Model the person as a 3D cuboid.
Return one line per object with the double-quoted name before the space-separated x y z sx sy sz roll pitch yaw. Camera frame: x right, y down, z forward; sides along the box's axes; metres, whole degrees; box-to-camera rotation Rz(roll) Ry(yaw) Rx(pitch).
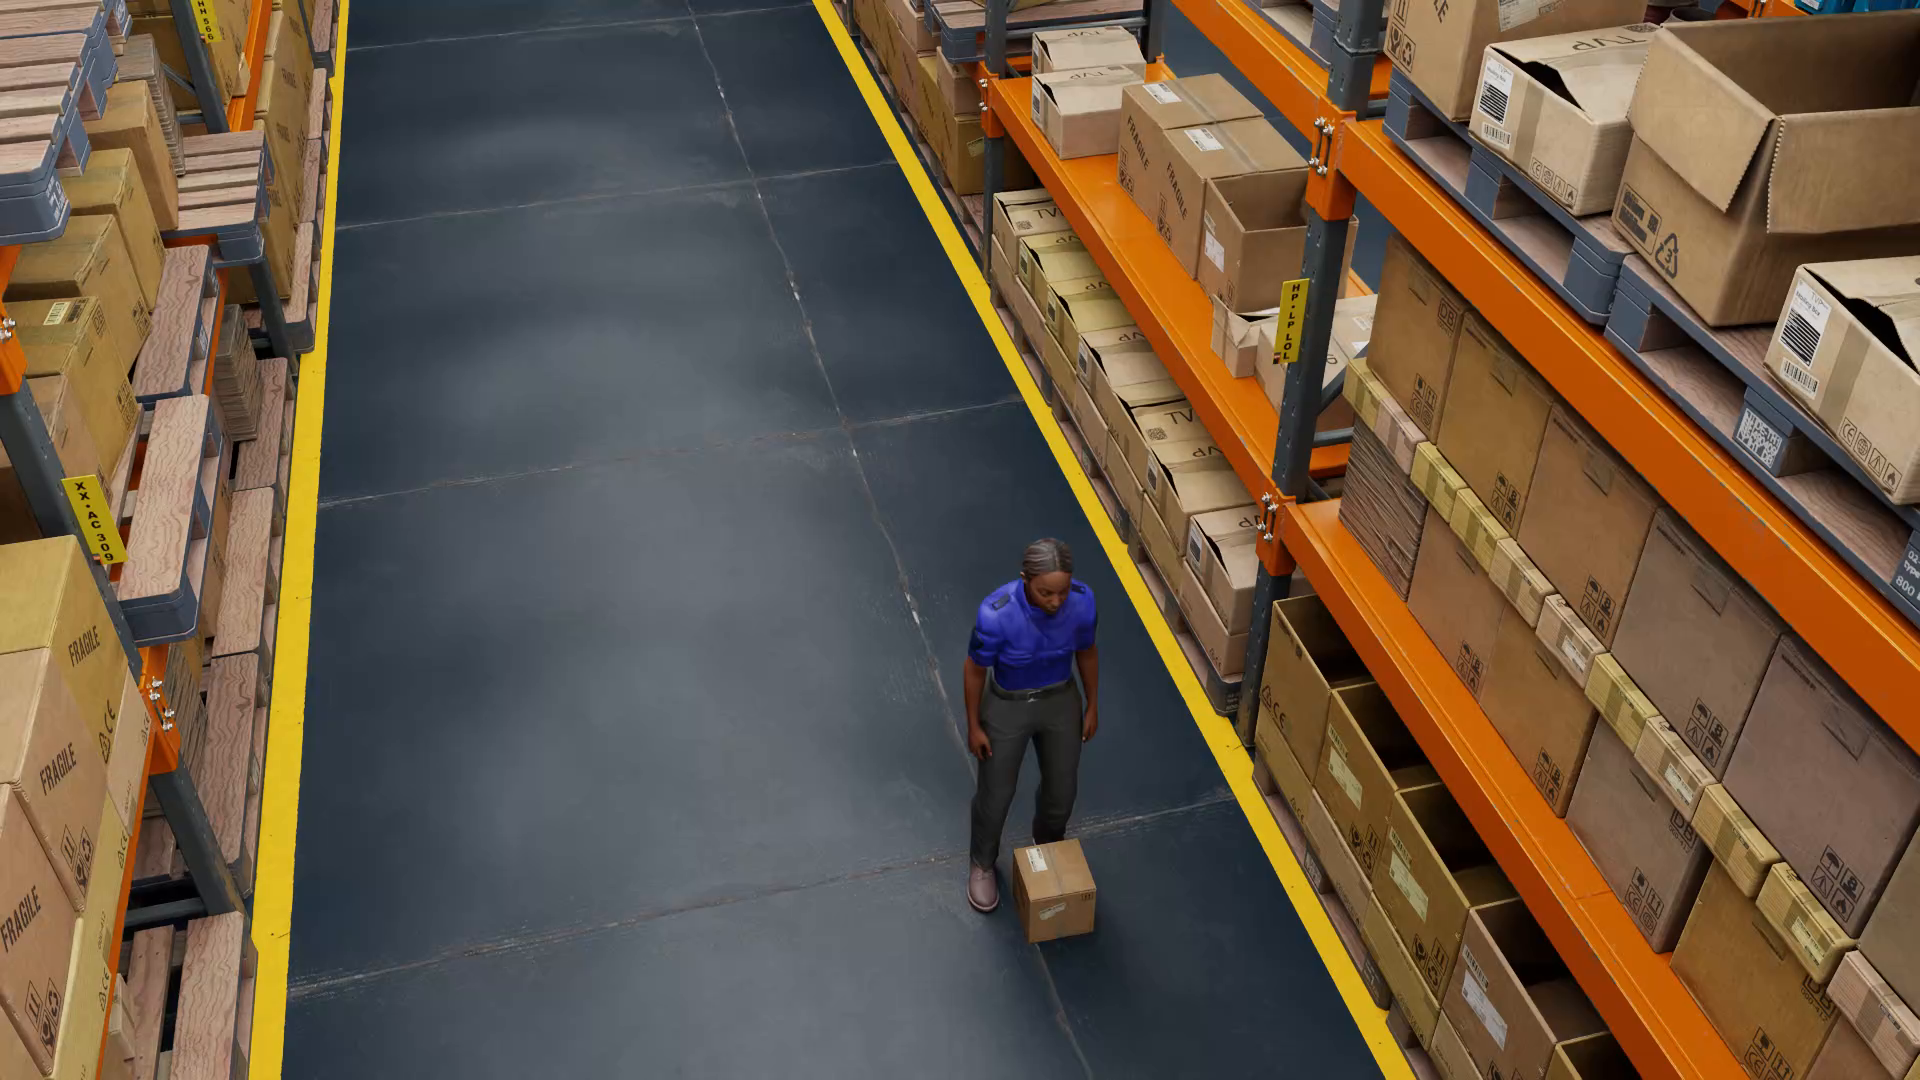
"person" 0.252 0.624 5.930 0.506 1.655 0.350 -9 39 -11
